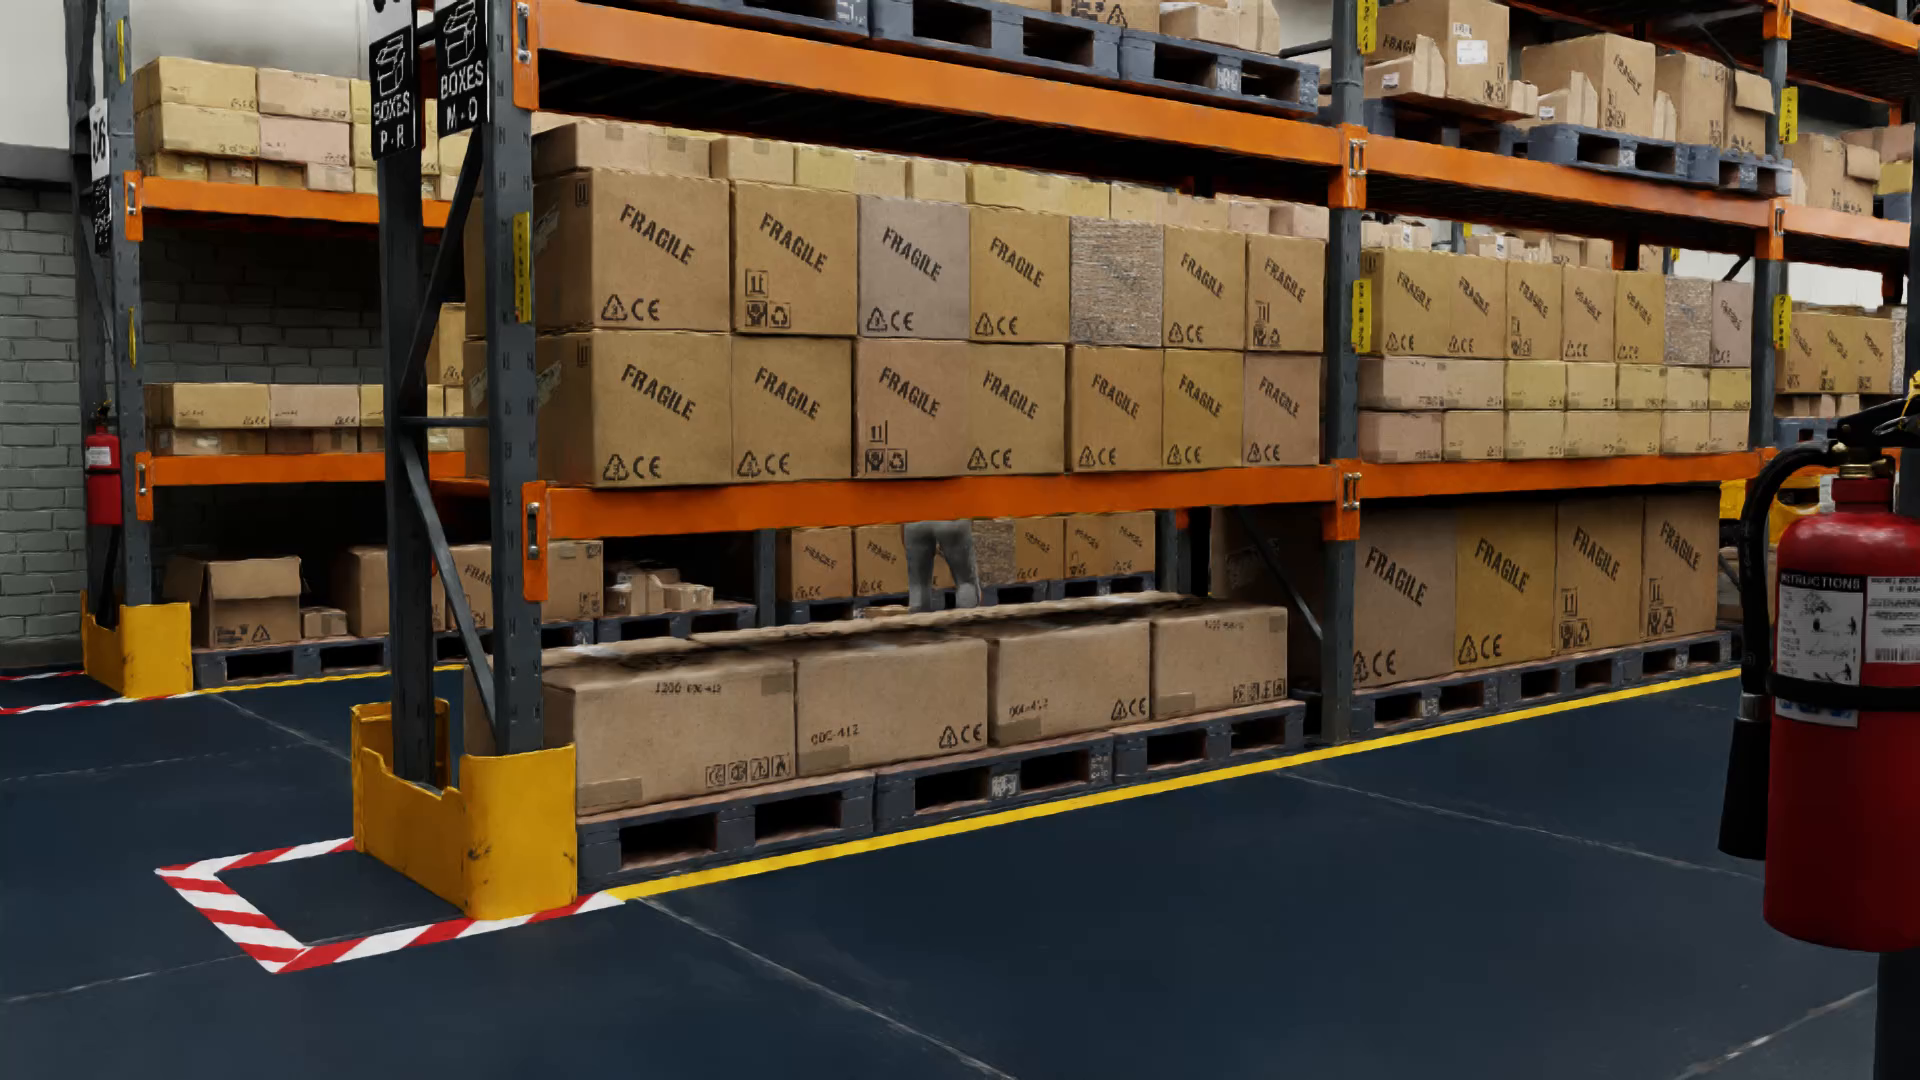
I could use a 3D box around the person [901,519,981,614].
[{"bbox_3d":[-0.037,-0.082,10.173,0.678,1.665,0.384,1,4,8],"label":"person"}]
